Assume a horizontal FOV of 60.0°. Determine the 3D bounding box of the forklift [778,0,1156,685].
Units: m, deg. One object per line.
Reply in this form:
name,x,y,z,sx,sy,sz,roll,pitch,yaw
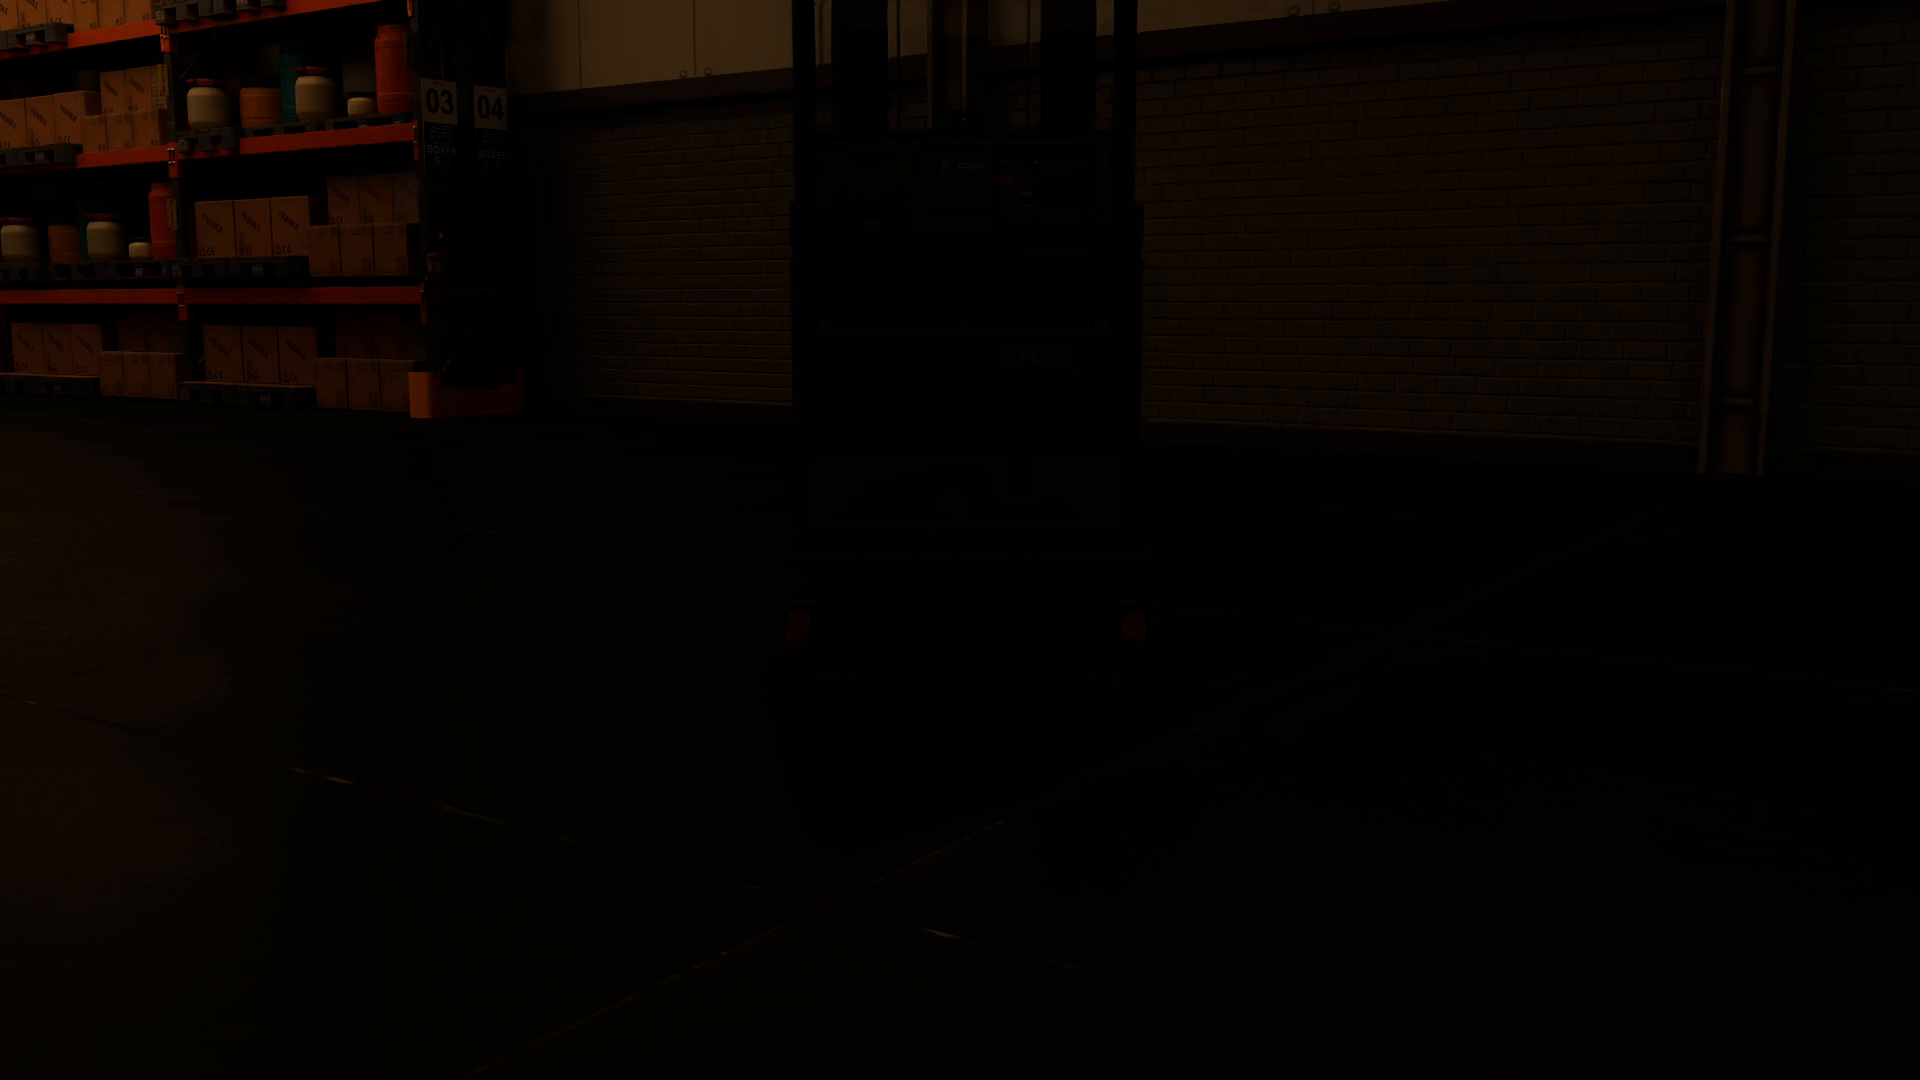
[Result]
forklift,0.017,-1.122,5.083,1.130,2.935,3.031,0,8,0
